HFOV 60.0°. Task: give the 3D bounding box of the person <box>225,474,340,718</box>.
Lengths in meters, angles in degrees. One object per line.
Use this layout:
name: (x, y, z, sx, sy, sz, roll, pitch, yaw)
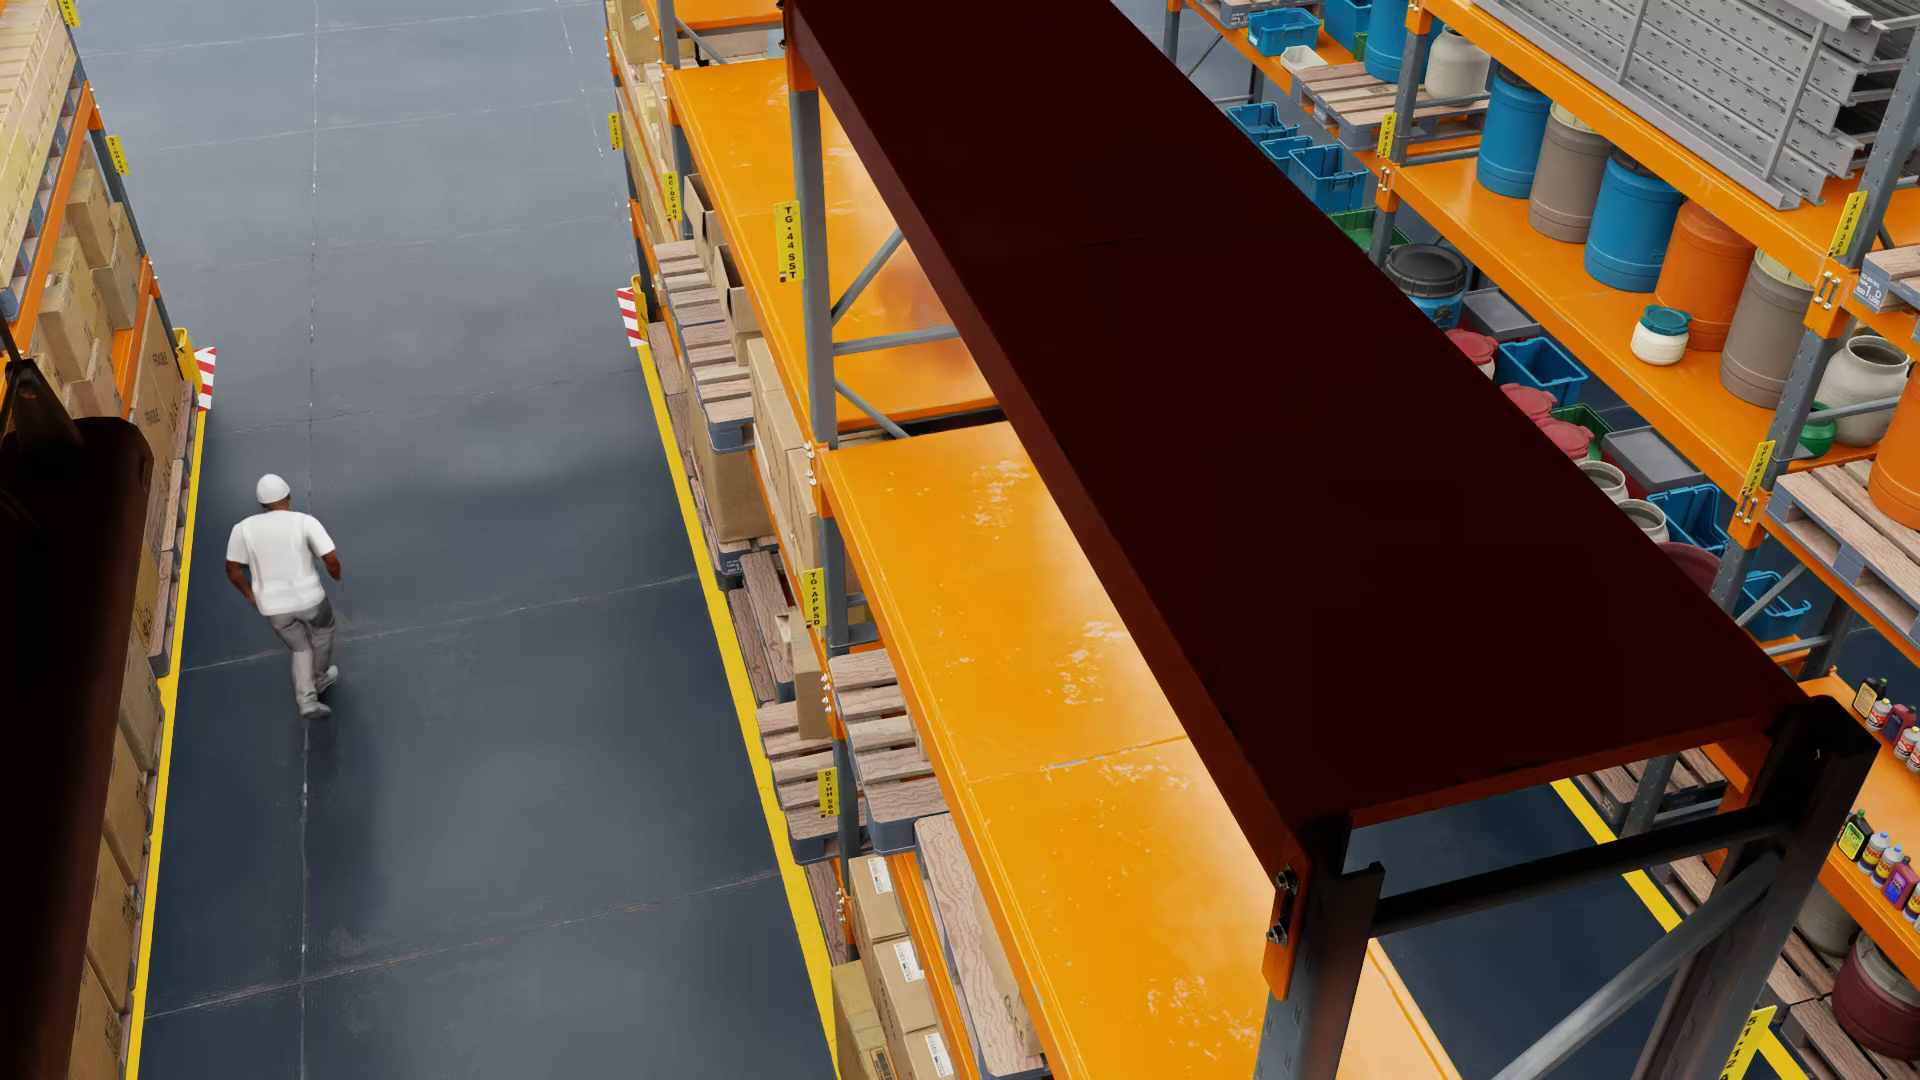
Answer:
person: (-4.422, 0.446, 11.011, 0.707, 1.596, 1.071, -7, 39, -9)
